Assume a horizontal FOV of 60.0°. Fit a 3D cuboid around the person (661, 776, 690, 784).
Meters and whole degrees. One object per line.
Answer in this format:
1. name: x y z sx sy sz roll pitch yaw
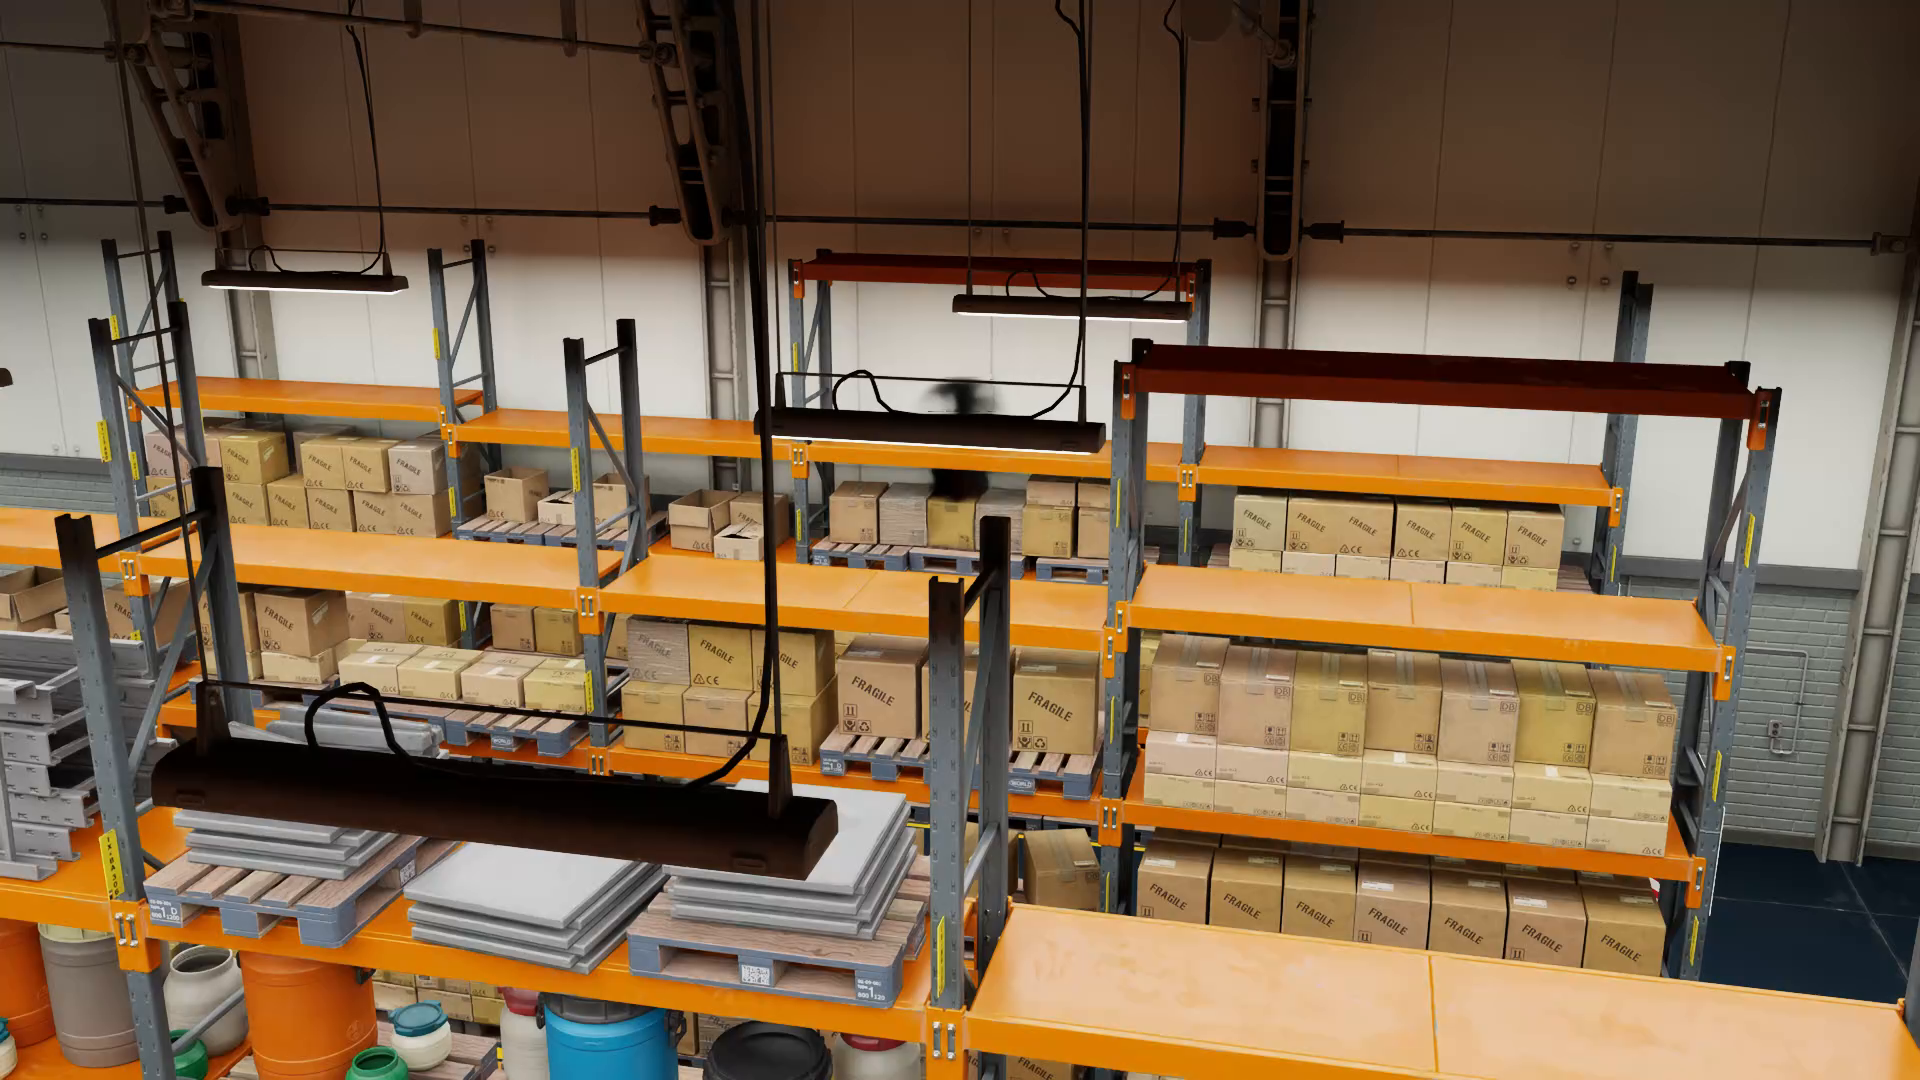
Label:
1. person: -2.927 2.319 17.262 0.838 1.744 0.737 7 18 23
